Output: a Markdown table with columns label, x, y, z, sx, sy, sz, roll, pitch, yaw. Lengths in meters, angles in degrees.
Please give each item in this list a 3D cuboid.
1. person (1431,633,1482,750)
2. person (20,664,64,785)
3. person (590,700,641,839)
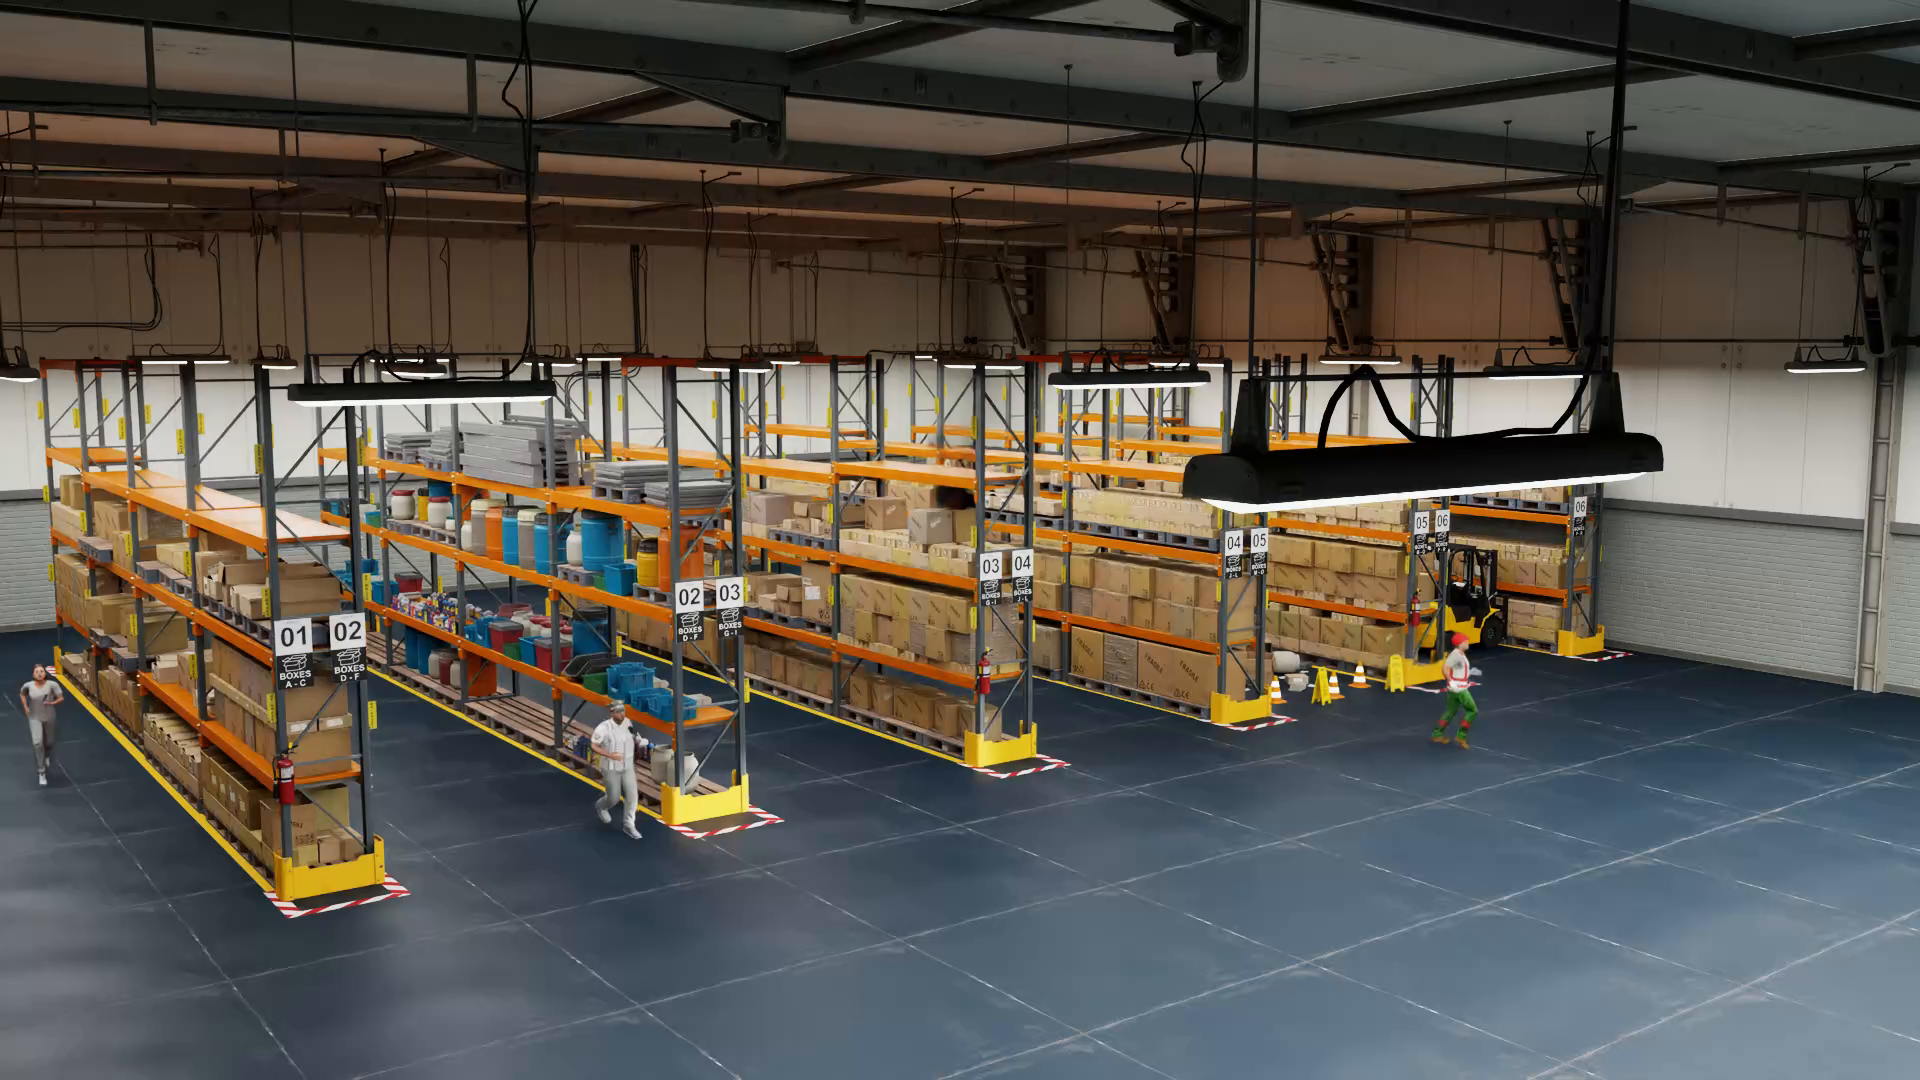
| label | x | y | z | sx | sy | sz | roll | pitch | yaw |
| --- | --- | --- | --- | --- | --- | --- | --- | --- | --- |
| person | 7.732 | 2.348 | 25.866 | 0.734 | 1.825 | 0.632 | 1 | 7 | 11 |
| person | -13.284 | 2.628 | 24.116 | 0.535 | 1.714 | 0.982 | -5 | 8 | -34 |
| person | -4.421 | 2.914 | 21.388 | 0.701 | 1.789 | 0.851 | -6 | 9 | -42 |
